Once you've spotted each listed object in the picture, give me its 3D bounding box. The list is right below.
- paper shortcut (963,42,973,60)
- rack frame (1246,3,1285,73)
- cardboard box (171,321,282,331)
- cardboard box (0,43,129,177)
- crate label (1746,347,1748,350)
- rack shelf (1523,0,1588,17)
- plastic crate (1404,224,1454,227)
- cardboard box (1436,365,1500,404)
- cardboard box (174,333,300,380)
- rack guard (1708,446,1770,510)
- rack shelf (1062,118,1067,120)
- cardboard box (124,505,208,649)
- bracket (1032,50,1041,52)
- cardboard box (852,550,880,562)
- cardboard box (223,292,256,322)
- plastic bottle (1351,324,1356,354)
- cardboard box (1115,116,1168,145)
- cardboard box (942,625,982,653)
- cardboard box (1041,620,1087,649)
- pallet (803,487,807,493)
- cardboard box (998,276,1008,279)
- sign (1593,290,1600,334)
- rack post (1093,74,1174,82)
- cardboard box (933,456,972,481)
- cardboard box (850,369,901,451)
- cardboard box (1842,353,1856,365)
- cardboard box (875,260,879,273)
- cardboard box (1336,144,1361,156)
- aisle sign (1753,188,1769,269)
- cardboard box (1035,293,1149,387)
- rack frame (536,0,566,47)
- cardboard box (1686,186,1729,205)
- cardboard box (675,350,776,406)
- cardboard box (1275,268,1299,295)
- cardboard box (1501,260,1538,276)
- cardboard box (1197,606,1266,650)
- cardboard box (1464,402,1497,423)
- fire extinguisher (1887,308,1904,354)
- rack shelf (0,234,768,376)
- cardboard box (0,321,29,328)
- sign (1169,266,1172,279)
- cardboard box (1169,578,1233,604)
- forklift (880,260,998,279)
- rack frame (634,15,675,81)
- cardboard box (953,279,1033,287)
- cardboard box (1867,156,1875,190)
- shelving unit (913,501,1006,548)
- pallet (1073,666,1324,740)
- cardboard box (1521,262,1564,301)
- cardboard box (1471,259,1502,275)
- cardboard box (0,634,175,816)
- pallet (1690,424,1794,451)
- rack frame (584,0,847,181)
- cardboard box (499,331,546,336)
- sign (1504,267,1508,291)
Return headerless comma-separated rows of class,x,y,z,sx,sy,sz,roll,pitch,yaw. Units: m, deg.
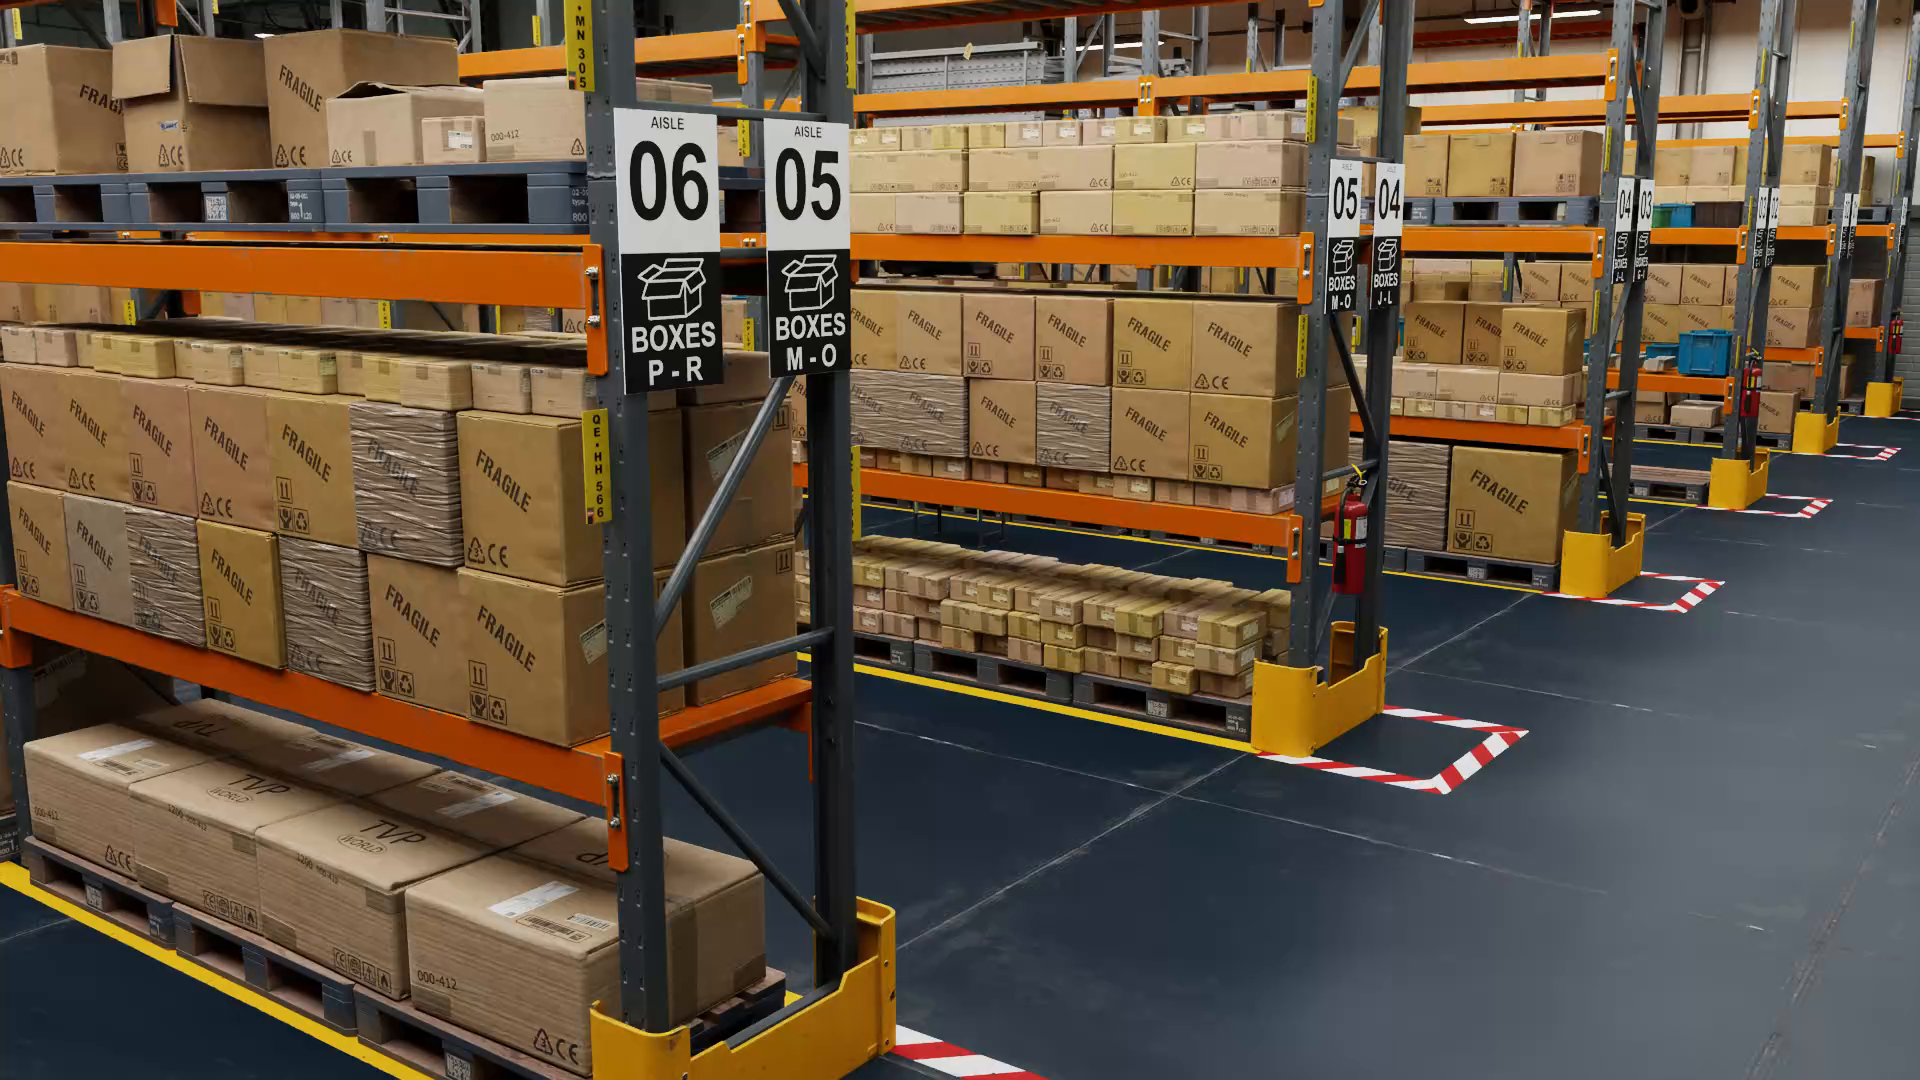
paper shortcut,0.087,-4.970,16.880,0.078,0.170,0.009,38,38,19
rack frame,4.579,-6.485,25.082,0.127,3.000,1.000,8,13,36
cardboard box,-3.150,-0.854,7.163,0.250,0.149,0.380,8,14,36
cardboard box,-3.580,-1.736,6.796,0.500,0.500,0.500,8,14,36
crate label,8.088,-1.908,17.499,0.303,0.233,0.416,8,13,36
rack shelf,9.415,-7.089,21.347,4.000,0.370,1.077,8,13,36
plastic crate,5.388,-3.700,19.138,0.662,0.188,0.450,8,13,36
cardboard box,4.204,-1.268,13.518,0.500,0.250,0.500,8,13,35
cardboard box,-2.770,-0.704,6.390,0.250,0.149,0.380,8,13,35
rack guard,8.119,-0.655,17.319,0.348,0.500,1.175,8,13,36
rack shelf,0.032,-5.403,22.433,4.000,0.370,1.077,8,13,36
cardboard box,-2.906,0.101,6.569,0.500,0.500,0.500,8,14,36
bracket,1.591,-9.957,33.549,0.430,0.232,0.235,8,13,36
cardboard box,-0.739,0.186,11.227,0.250,0.149,0.380,9,14,38
cardboard box,-6.303,-2.096,15.293,0.500,0.500,0.700,8,14,36
plastic bottle,4.743,-2.402,19.899,0.185,0.351,0.144,8,13,36
cardboard box,1.076,-2.294,9.341,0.250,0.149,0.380,8,14,36
cardboard box,0.092,0.597,10.667,0.250,0.149,0.380,8,13,34
cardboard box,0.703,0.541,10.174,0.250,0.149,0.380,8,14,36
pallet,-1.917,-0.743,18.535,1.213,0.211,1.003,8,13,36
cardboard box,0.811,-4.383,28.039,0.250,0.149,0.380,8,13,34
sign,4.828,-1.728,12.612,0.005,0.325,0.100,8,13,36
rack post,2.252,-5.615,20.783,0.937,0.300,0.954,8,13,36
cardboard box,0.044,-0.480,10.497,0.250,0.149,0.380,9,14,38
cardboard box,-0.428,-0.873,10.817,0.500,0.500,0.500,8,13,36
cardboard box,13.552,-2.777,25.474,0.250,0.149,0.380,8,14,36
cardboard box,-1.458,-5.065,29.856,0.500,0.500,0.700,8,14,36
cardboard box,1.935,-2.111,9.447,0.500,0.250,0.500,8,14,36
aisle sign,7.976,-3.106,16.564,0.004,0.787,0.394,8,13,36
cardboard box,0.794,-1.190,9.825,0.500,0.500,0.500,9,14,38
rack frame,-4.512,-5.419,19.569,0.127,3.000,1.000,8,13,36
cardboard box,9.658,-4.417,21.365,0.500,0.250,0.500,8,13,36
cardboard box,-0.828,-0.548,5.583,0.250,0.149,0.380,8,14,37
cardboard box,6.106,-4.752,30.494,0.500,0.500,0.700,8,13,36
cardboard box,9.386,-4.552,27.808,0.500,0.250,0.500,8,14,37
cardboard box,1.566,0.504,9.581,0.250,0.149,0.380,8,14,36
cardboard box,4.265,-1.048,13.433,0.250,0.149,0.380,8,14,36
fire extinguisher,13.804,-3.091,24.514,0.183,0.674,0.296,8,13,36
rack shelf,-2.318,-0.952,6.269,4.000,0.370,1.077,8,13,36
cardboard box,-9.594,-2.074,17.676,0.550,0.550,0.875,8,13,36
sign,3.969,-5.090,31.382,0.005,0.325,0.100,8,13,36
cardboard box,1.501,0.353,10.360,0.250,0.149,0.380,8,13,35
forklift,-0.205,-2.065,18.207,1.130,2.935,3.031,4,12,19
rack frame,-4.804,-6.627,25.813,0.127,3.000,1.000,8,13,36
cardboard box,0.360,-2.333,16.507,0.637,0.503,0.797,8,14,37
cardboard box,13.510,-5.541,25.149,0.500,0.500,0.500,7,13,33
shelving unit,-0.005,-0.737,15.111,0.755,1.500,0.431,8,13,36
pallet,1.448,0.887,10.108,1.213,0.211,1.003,8,13,36
cardboard box,8.016,-3.534,22.726,0.500,0.500,0.500,8,14,37
cardboard box,8.975,-4.609,28.104,0.500,0.250,0.500,8,13,34
cardboard box,-4.477,0.722,8.107,0.875,0.875,0.875,8,14,37
pallet,10.322,-1.369,21.774,1.213,0.211,1.003,8,13,36
rack frame,-0.706,-2.553,4.753,0.127,3.000,1.000,8,13,36
cardboard box,-3.639,-1.666,13.954,0.250,0.149,0.380,7,13,33
sign,7.477,-3.573,22.776,0.005,0.325,0.100,8,13,36
